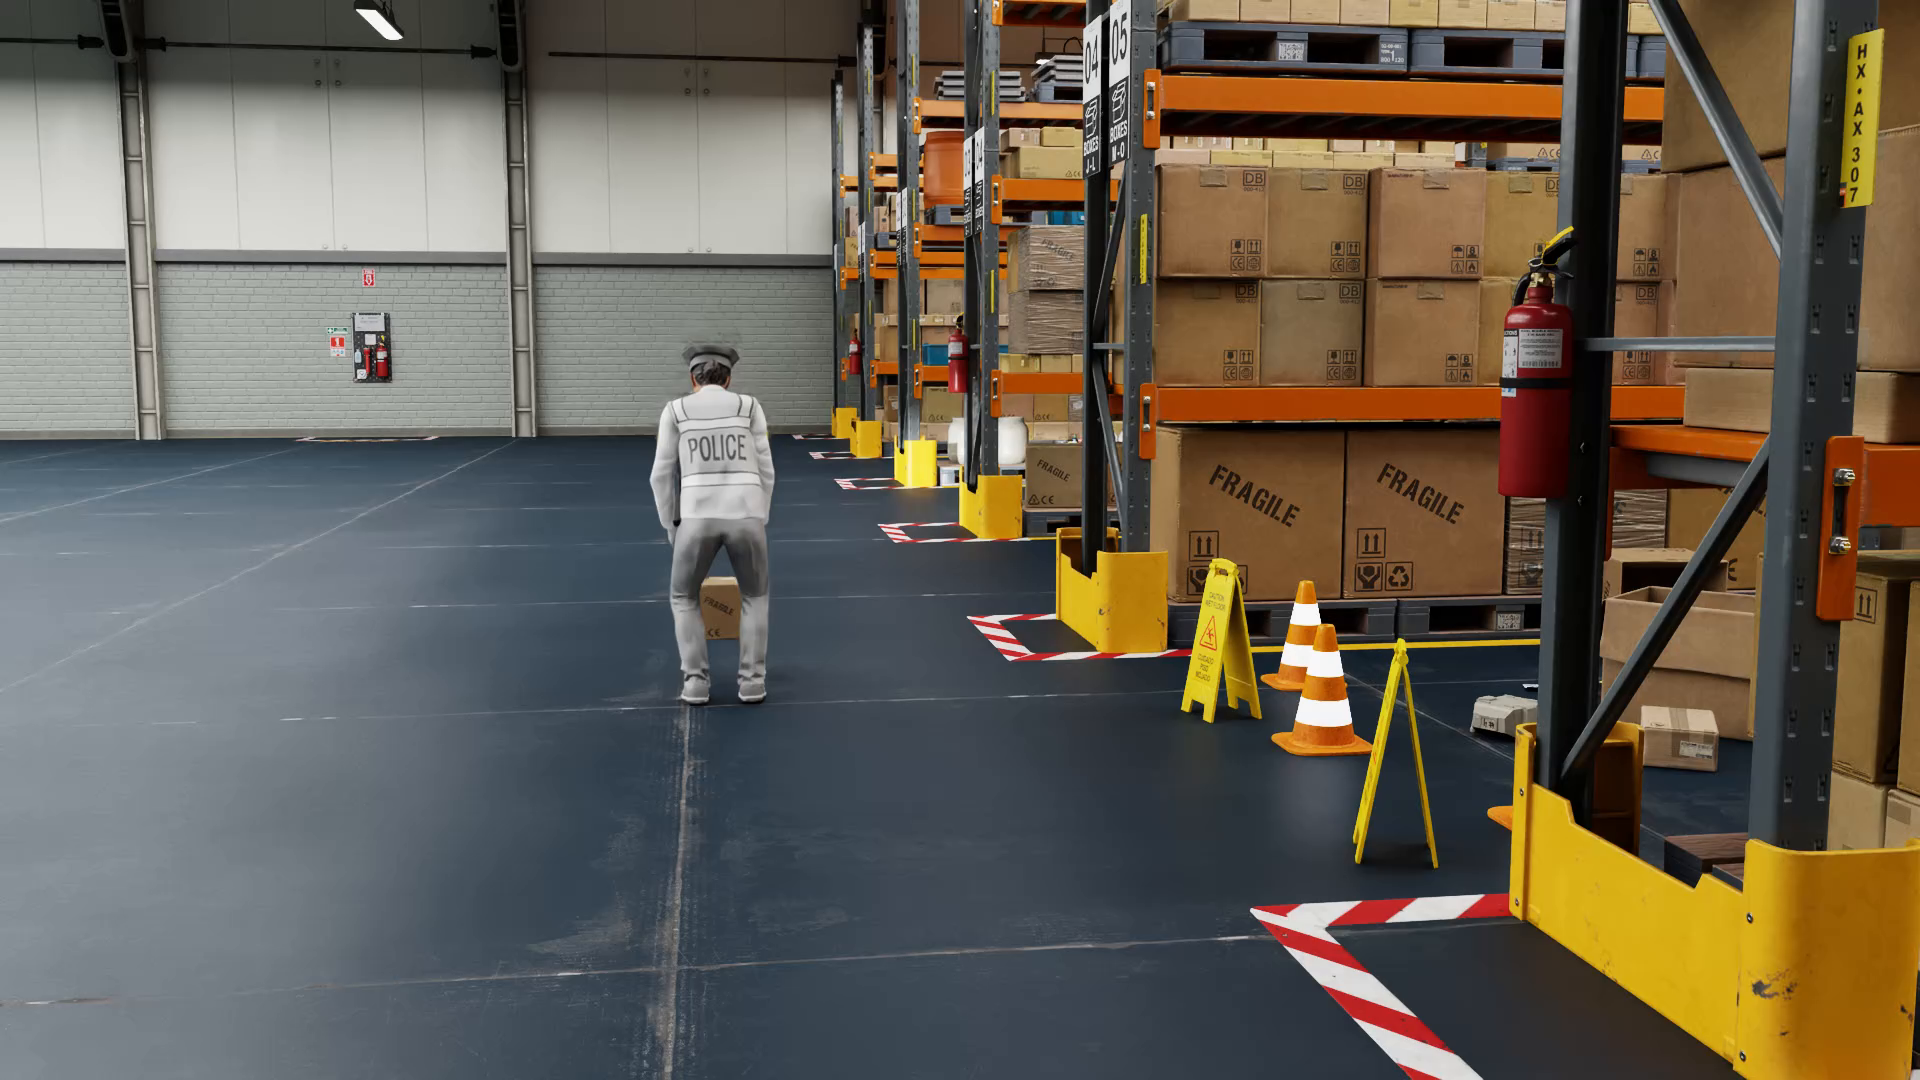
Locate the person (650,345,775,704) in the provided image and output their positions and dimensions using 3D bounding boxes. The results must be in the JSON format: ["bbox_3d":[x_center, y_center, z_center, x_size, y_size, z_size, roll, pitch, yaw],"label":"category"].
[{"bbox_3d":[-1.050,-0.067,7.089,0.526,1.522,0.591,-1,7,-8],"label":"person"}]
